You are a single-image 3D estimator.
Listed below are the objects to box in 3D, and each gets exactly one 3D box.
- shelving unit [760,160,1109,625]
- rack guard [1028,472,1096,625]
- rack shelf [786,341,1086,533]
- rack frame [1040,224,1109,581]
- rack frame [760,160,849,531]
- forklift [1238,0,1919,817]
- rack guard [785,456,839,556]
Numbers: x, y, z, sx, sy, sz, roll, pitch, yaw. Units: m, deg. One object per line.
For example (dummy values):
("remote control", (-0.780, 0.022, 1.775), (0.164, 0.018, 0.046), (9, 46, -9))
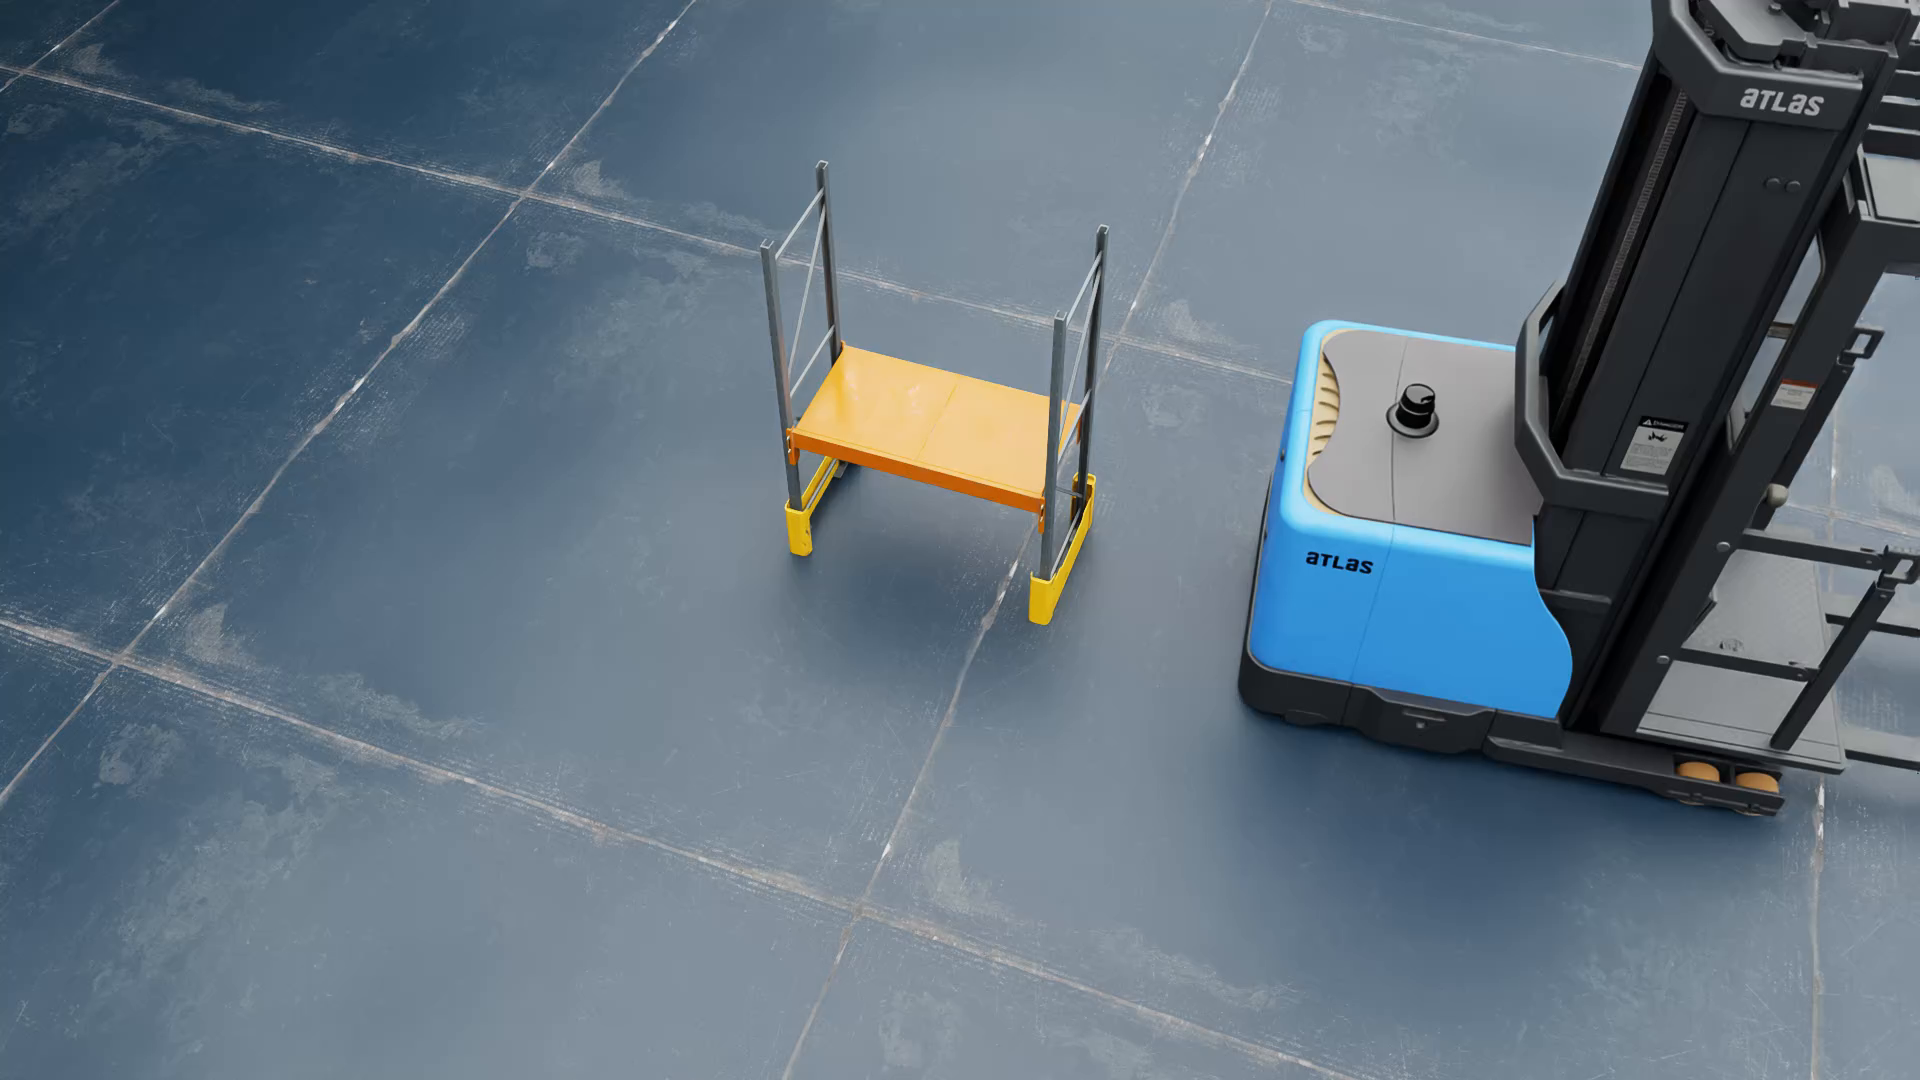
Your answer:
("shelving unit", (-0.072, -0.511, 6.067), (1.083, 1.500, 0.587), (16, 51, 13))
("rack guard", (0.396, 0.029, 6.426), (0.087, 0.250, 0.587), (16, 51, 13))
("rack shelf", (-0.080, -0.396, 6.205), (1.000, 0.185, 0.538), (16, 51, 13))
("rack frame", (0.397, -0.380, 5.954), (0.032, 1.500, 0.500), (16, 51, 13))
("rack frame", (-0.557, -0.647, 6.185), (0.032, 1.500, 0.500), (16, 51, 13))
("forklift", (2.584, -0.446, 5.063), (3.031, 2.935, 1.130), (10, 50, 8))
("rack guard", (-0.539, -0.232, 6.652), (0.087, 0.250, 0.587), (16, 51, 13))
